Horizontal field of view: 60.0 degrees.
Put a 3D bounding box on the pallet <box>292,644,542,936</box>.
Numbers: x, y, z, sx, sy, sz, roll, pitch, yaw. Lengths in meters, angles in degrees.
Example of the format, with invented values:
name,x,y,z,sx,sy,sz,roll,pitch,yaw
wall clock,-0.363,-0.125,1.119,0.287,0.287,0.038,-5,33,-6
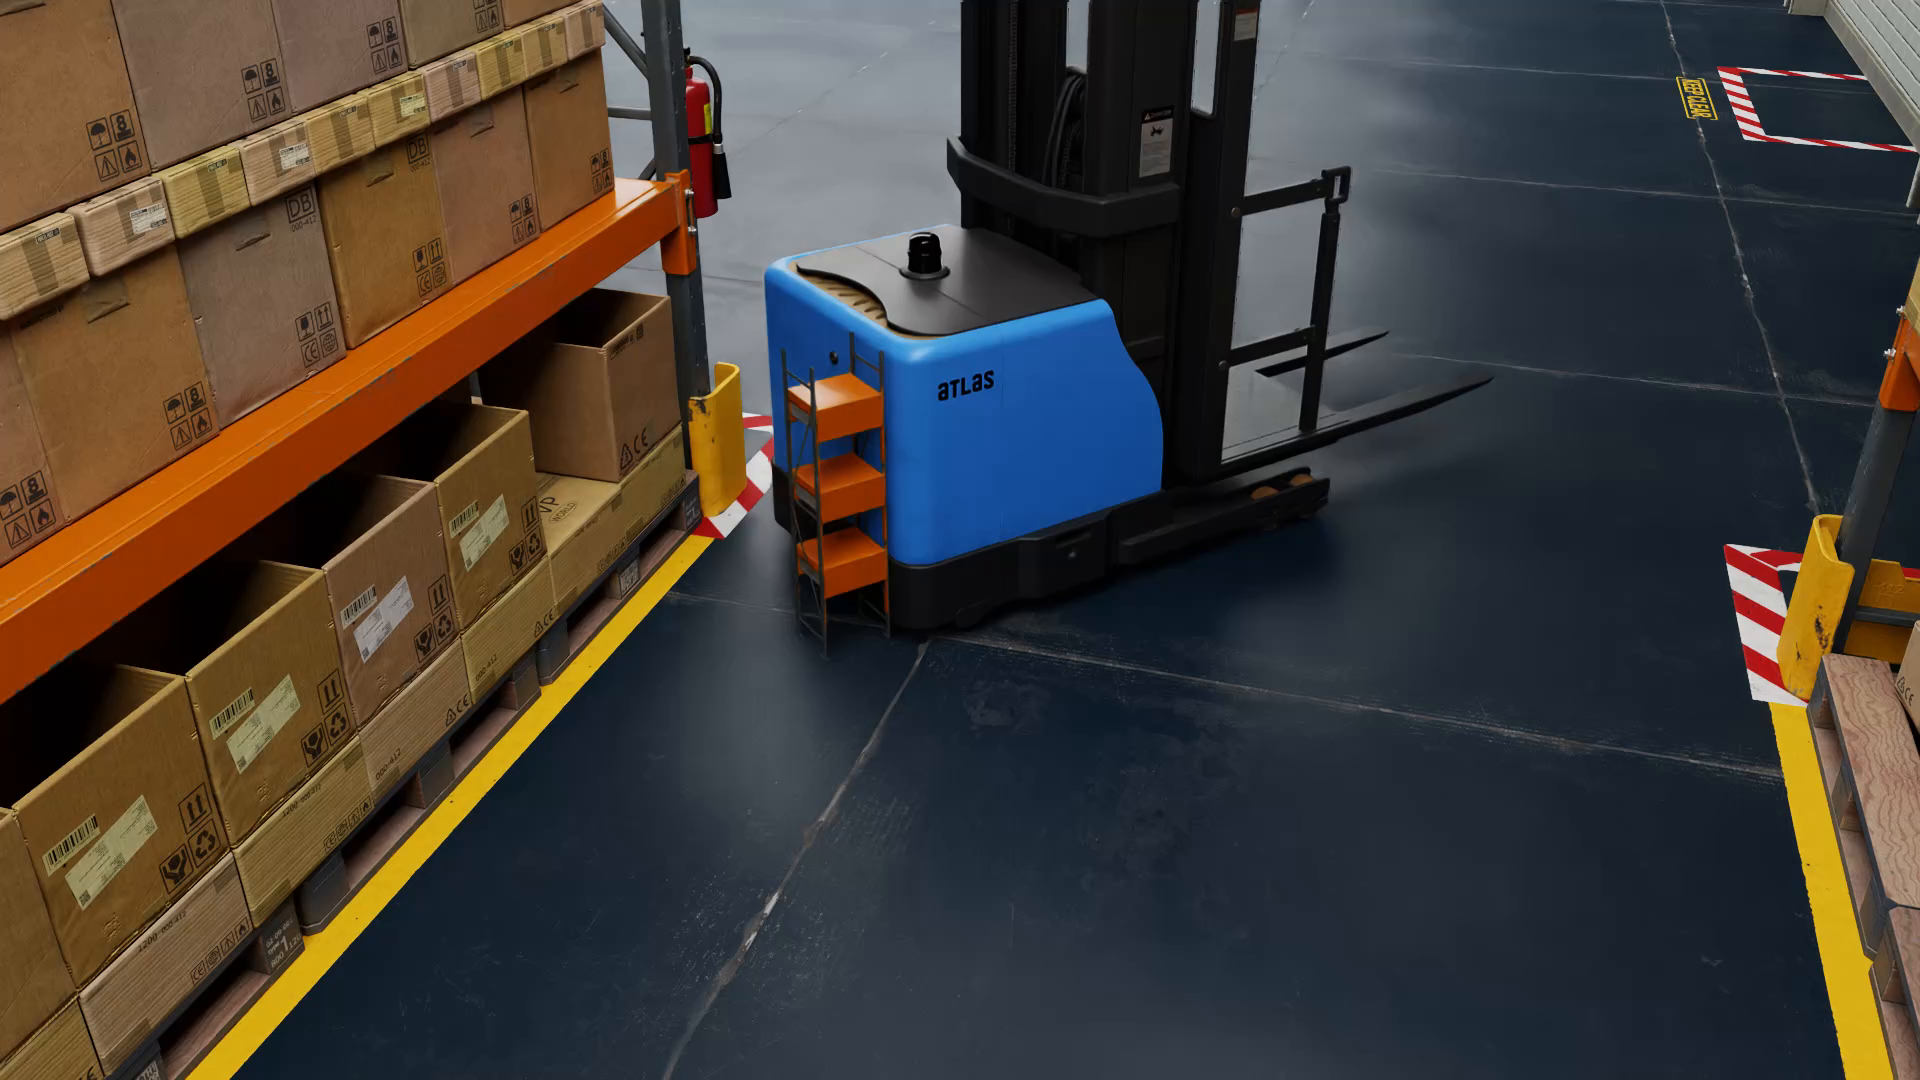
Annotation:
name,x,y,z,sx,sy,sz,roll,pitch,yaw
pallet,-1.994,0.603,4.948,1.003,0.211,1.213,8,30,15

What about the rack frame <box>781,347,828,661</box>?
name,x,y,z,sx,sy,sz,roll,pitch,yaw
rack frame,-0.498,-0.099,5.347,0.008,1.050,0.200,-18,34,-29

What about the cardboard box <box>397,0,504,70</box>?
name,x,y,z,sx,sy,sz,roll,pitch,yaw
cardboard box,-1.764,-1.667,4.725,0.700,0.500,0.500,8,30,14

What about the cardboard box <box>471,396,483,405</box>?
name,x,y,z,sx,sy,sz,roll,pitch,yaw
cardboard box,-1.820,-0.306,6.111,0.500,0.250,0.500,8,30,15

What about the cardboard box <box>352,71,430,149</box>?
name,x,y,z,sx,sy,sz,roll,pitch,yaw
cardboard box,-1.683,-1.185,4.524,0.380,0.149,0.250,9,30,16

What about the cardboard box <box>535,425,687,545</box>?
name,x,y,z,sx,sy,sz,roll,pitch,yaw
cardboard box,-1.325,-0.232,5.978,0.500,0.250,0.500,8,30,15

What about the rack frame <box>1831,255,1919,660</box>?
name,x,y,z,sx,sy,sz,roll,pitch,yaw
rack frame,3.287,-0.837,4.668,1.000,3.000,0.127,8,30,15

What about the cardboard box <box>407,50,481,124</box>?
name,x,y,z,sx,sy,sz,roll,pitch,yaw
cardboard box,-1.606,-1.307,4.744,0.380,0.149,0.250,9,30,16

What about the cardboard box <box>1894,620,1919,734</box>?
name,x,y,z,sx,sy,sz,roll,pitch,yaw
cardboard box,2.998,0.455,4.660,0.500,0.311,0.500,5,30,9

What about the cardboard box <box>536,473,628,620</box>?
name,x,y,z,sx,sy,sz,roll,pitch,yaw
cardboard box,-1.460,0.002,5.558,0.500,0.250,0.500,8,30,15

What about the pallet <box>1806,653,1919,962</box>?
name,x,y,z,sx,sy,sz,roll,pitch,yaw
pallet,2.992,0.790,4.613,1.003,0.211,1.213,8,30,15

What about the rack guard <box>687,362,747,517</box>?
name,x,y,z,sx,sy,sz,roll,pitch,yaw
rack guard,-1.443,-0.461,6.564,1.175,0.500,0.348,8,30,15

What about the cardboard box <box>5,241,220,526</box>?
name,x,y,z,sx,sy,sz,roll,pitch,yaw
cardboard box,-2.200,-0.412,3.803,0.700,0.500,0.500,9,30,16

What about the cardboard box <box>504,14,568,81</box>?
name,x,y,z,sx,sy,sz,roll,pitch,yaw
cardboard box,-1.455,-1.542,5.167,0.380,0.149,0.250,9,30,16

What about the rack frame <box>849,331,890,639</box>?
name,x,y,z,sx,sy,sz,roll,pitch,yaw
rack frame,-0.294,-0.163,5.464,0.008,1.050,0.200,-18,34,-29

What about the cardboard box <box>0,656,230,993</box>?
name,x,y,z,sx,sy,sz,roll,pitch,yaw
cardboard box,-2.049,0.603,3.705,0.500,0.500,0.500,8,30,15

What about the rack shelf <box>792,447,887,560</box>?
name,x,y,z,sx,sy,sz,roll,pitch,yaw
rack shelf,-0.396,-0.122,5.411,0.240,0.259,0.215,-18,34,-29

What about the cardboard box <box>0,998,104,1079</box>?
name,x,y,z,sx,sy,sz,roll,pitch,yaw
cardboard box,-2.198,1.163,3.470,0.500,0.250,0.500,8,30,15

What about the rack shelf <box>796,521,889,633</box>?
name,x,y,z,sx,sy,sz,roll,pitch,yaw
rack shelf,-0.396,0.121,5.546,0.240,0.259,0.215,-18,34,-29

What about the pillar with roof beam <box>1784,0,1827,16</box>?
name,x,y,z,sx,sy,sz,roll,pitch,yaw
pillar with roof beam,3.315,-9.200,13.532,9.100,9.000,0.400,8,30,15

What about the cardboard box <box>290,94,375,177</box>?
name,x,y,z,sx,sy,sz,roll,pitch,yaw
cardboard box,-1.758,-1.062,4.304,0.380,0.149,0.250,9,30,16

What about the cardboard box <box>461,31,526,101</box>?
name,x,y,z,sx,sy,sz,roll,pitch,yaw
cardboard box,-1.530,-1.423,4.953,0.380,0.149,0.250,8,30,14

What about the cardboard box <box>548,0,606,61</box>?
name,x,y,z,sx,sy,sz,roll,pitch,yaw
cardboard box,-1.380,-1.664,5.386,0.380,0.149,0.250,8,30,14

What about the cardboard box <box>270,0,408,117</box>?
name,x,y,z,sx,sy,sz,roll,pitch,yaw
cardboard box,-1.911,-1.433,4.303,0.700,0.500,0.500,9,30,15

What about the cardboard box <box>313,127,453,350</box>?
name,x,y,z,sx,sy,sz,roll,pitch,yaw
cardboard box,-1.900,-0.896,4.672,0.700,0.500,0.500,9,30,15

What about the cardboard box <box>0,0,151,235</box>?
name,x,y,z,sx,sy,sz,roll,pitch,yaw
cardboard box,-2.205,-0.968,3.468,0.700,0.500,0.500,8,30,15

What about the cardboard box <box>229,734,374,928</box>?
name,x,y,z,sx,sy,sz,roll,pitch,yaw
cardboard box,-1.894,0.700,4.303,0.500,0.250,0.500,8,30,15

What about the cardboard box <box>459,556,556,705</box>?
name,x,y,z,sx,sy,sz,roll,pitch,yaw
cardboard box,-1.605,0.234,5.140,0.500,0.250,0.500,8,30,15

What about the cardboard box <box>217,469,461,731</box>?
name,x,y,z,sx,sy,sz,roll,pitch,yaw
cardboard box,-1.750,0.139,4.539,0.500,0.500,0.500,8,30,15

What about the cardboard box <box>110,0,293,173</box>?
name,x,y,z,sx,sy,sz,roll,pitch,yaw
cardboard box,-2.058,-1.200,3.885,0.700,0.500,0.500,9,30,15

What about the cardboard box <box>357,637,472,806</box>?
name,x,y,z,sx,sy,sz,roll,pitch,yaw
cardboard box,-1.753,0.467,4.722,0.500,0.250,0.500,8,30,15

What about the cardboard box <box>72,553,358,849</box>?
name,x,y,z,sx,sy,sz,roll,pitch,yaw
cardboard box,-1.895,0.372,4.121,0.500,0.500,0.500,8,30,15

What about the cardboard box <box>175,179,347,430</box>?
name,x,y,z,sx,sy,sz,roll,pitch,yaw
cardboard box,-2.051,-0.650,4.231,0.700,0.500,0.500,9,30,16

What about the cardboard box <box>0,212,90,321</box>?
name,x,y,z,sx,sy,sz,roll,pitch,yaw
cardboard box,-2.061,-0.582,3.441,0.380,0.149,0.250,7,30,13

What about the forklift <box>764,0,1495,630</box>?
name,x,y,z,sx,sy,sz,roll,pitch,yaw
forklift,0.816,-1.513,5.955,3.031,2.935,1.130,-18,34,-29

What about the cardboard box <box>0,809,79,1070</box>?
name,x,y,z,sx,sy,sz,roll,pitch,yaw
cardboard box,-2.188,0.837,3.285,0.500,0.500,0.500,8,30,15

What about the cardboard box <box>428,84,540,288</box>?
name,x,y,z,sx,sy,sz,roll,pitch,yaw
cardboard box,-1.748,-1.126,5.085,0.700,0.500,0.500,9,30,16

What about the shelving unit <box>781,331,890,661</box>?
name,x,y,z,sx,sy,sz,roll,pitch,yaw
shelving unit,-0.396,-0.131,5.405,0.252,1.050,0.215,-18,34,-29

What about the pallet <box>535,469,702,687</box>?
name,x,y,z,sx,sy,sz,roll,pitch,yaw
pallet,-1.634,0.038,5.964,1.003,0.211,1.213,8,30,15

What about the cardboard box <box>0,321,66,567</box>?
name,x,y,z,sx,sy,sz,roll,pitch,yaw
cardboard box,-2.351,-0.180,3.385,0.700,0.500,0.500,8,30,14

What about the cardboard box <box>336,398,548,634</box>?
name,x,y,z,sx,sy,sz,roll,pitch,yaw
cardboard box,-1.602,-0.093,4.956,0.500,0.500,0.500,8,30,15

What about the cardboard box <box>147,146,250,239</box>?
name,x,y,z,sx,sy,sz,roll,pitch,yaw
cardboard box,-1.908,-0.828,3.882,0.380,0.149,0.250,8,30,14

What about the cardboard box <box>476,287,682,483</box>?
name,x,y,z,sx,sy,sz,roll,pitch,yaw
cardboard box,-1.323,-0.560,5.796,0.500,0.500,0.500,8,30,15

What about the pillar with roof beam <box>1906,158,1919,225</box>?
name,x,y,z,sx,sy,sz,roll,pitch,yaw
pillar with roof beam,1.554,-6.412,8.520,9.100,9.000,0.400,8,30,15

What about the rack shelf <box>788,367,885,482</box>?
name,x,y,z,sx,sy,sz,roll,pitch,yaw
rack shelf,-0.396,-0.370,5.273,0.240,0.259,0.215,-18,34,-29

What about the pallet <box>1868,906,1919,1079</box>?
name,x,y,z,sx,sy,sz,roll,pitch,yaw
pallet,2.632,1.355,3.597,1.003,0.211,1.213,8,30,15

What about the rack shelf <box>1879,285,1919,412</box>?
name,x,y,z,sx,sy,sz,roll,pitch,yaw
rack shelf,2.700,0.407,3.172,1.077,0.370,4.000,8,30,15

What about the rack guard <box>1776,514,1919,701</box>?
name,x,y,z,sx,sy,sz,roll,pitch,yaw
rack guard,3.265,0.291,5.213,1.175,0.500,0.348,8,30,15

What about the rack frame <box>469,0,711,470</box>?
name,x,y,z,sx,sy,sz,roll,pitch,yaw
rack frame,-1.450,-1.542,5.936,1.000,3.000,0.127,8,30,15

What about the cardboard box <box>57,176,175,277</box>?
name,x,y,z,sx,sy,sz,roll,pitch,yaw
cardboard box,-1.985,-0.707,3.665,0.380,0.149,0.250,8,30,13

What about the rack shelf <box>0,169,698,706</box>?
name,x,y,z,sx,sy,sz,roll,pitch,yaw
rack shelf,-2.037,-0.298,4.440,1.077,0.370,4.000,8,30,15

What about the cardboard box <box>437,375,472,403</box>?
name,x,y,z,sx,sy,sz,roll,pitch,yaw
cardboard box,-1.965,-0.401,5.511,0.500,0.500,0.500,8,30,15

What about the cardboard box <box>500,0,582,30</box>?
name,x,y,z,sx,sy,sz,roll,pitch,yaw
cardboard box,-1.614,-1.913,5.165,0.700,0.500,0.500,9,30,15

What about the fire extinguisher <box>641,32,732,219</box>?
name,x,y,z,sx,sy,sz,roll,pitch,yaw
fire extinguisher,-0.971,-1.497,5.934,0.296,0.674,0.183,8,30,15

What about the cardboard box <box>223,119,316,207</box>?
name,x,y,z,sx,sy,sz,roll,pitch,yaw
cardboard box,-1.833,-0.943,4.089,0.380,0.149,0.250,8,30,14

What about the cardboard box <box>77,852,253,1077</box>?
name,x,y,z,sx,sy,sz,roll,pitch,yaw
cardboard box,-2.046,0.931,3.887,0.500,0.250,0.500,8,30,15

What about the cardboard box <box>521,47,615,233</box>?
name,x,y,z,sx,sy,sz,roll,pitch,yaw
cardboard box,-1.599,-1.370,5.525,0.700,0.500,0.500,9,30,15

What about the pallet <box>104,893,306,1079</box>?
name,x,y,z,sx,sy,sz,roll,pitch,yaw
pallet,-2.350,1.172,3.926,1.003,0.211,1.213,8,30,15

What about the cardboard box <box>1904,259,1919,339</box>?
name,x,y,z,sx,sy,sz,roll,pitch,yaw
cardboard box,2.840,-0.598,4.374,0.500,0.250,0.500,8,30,13
